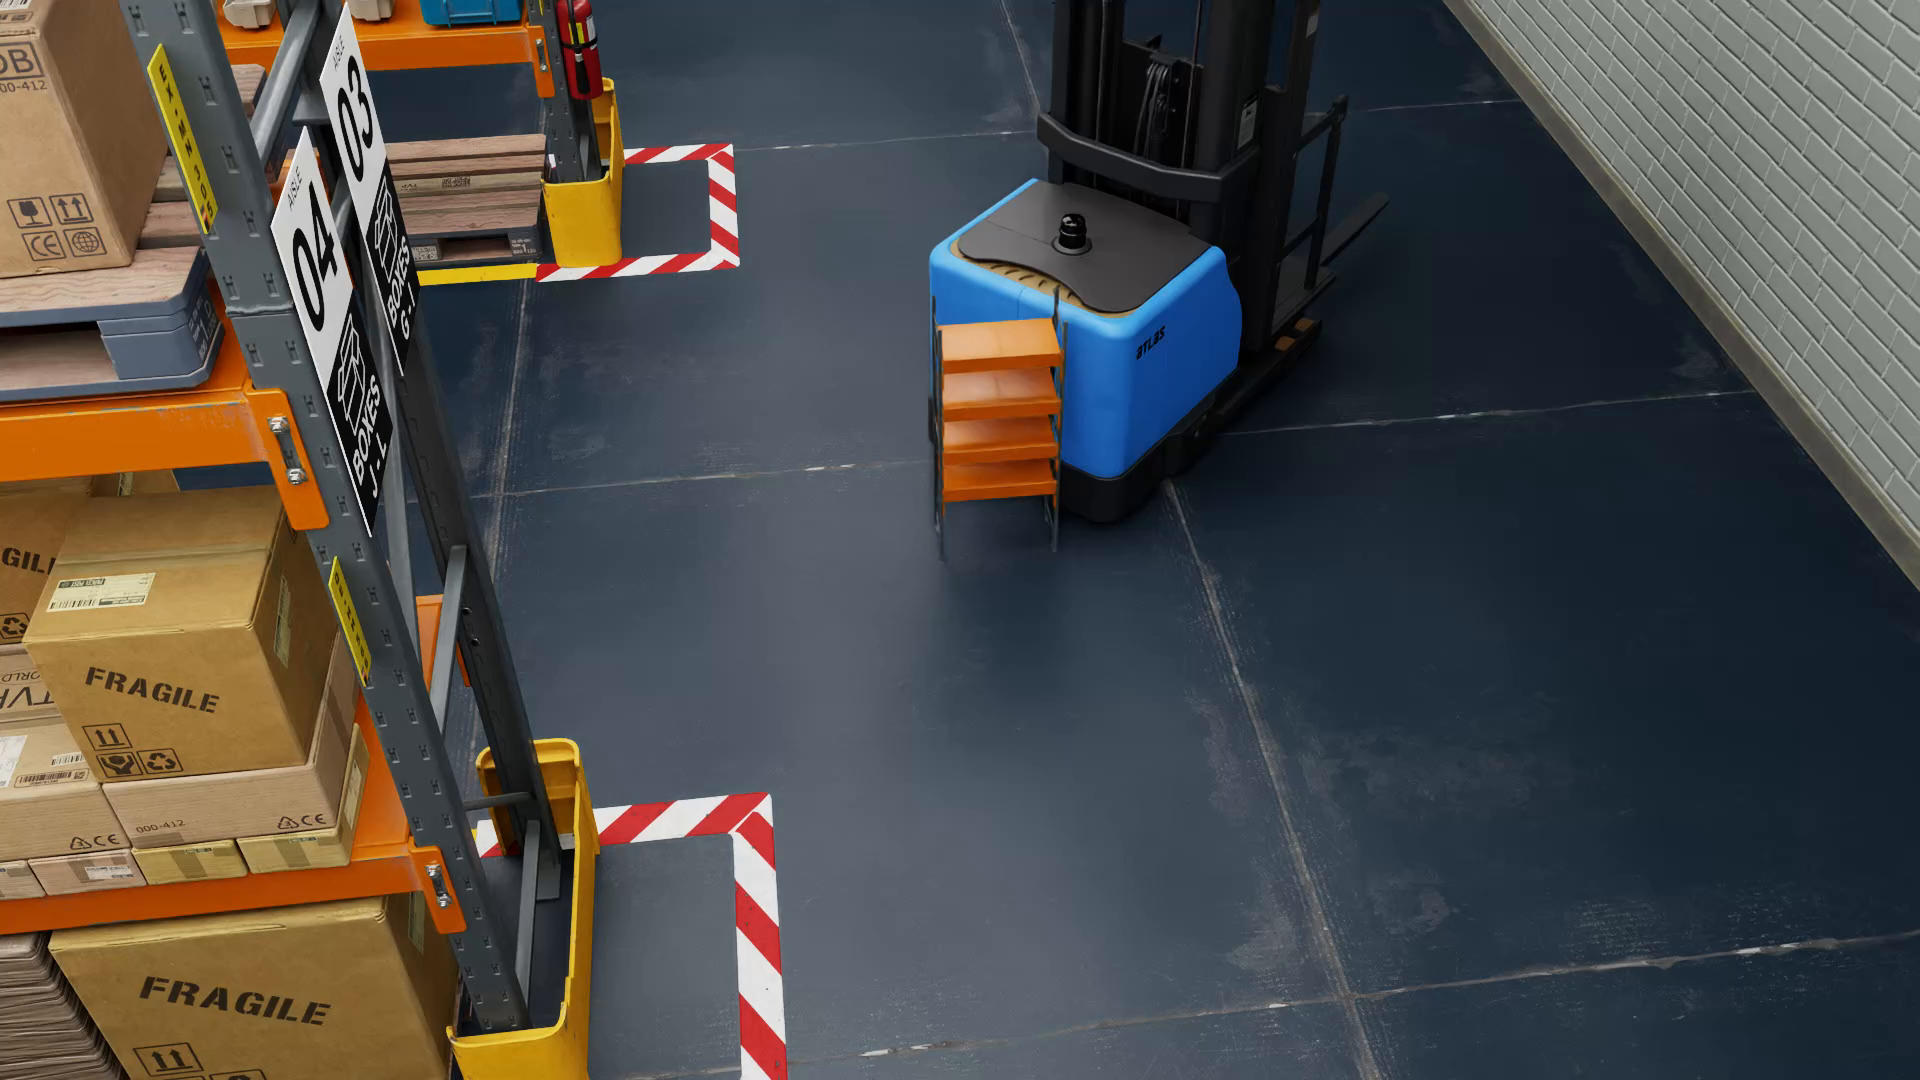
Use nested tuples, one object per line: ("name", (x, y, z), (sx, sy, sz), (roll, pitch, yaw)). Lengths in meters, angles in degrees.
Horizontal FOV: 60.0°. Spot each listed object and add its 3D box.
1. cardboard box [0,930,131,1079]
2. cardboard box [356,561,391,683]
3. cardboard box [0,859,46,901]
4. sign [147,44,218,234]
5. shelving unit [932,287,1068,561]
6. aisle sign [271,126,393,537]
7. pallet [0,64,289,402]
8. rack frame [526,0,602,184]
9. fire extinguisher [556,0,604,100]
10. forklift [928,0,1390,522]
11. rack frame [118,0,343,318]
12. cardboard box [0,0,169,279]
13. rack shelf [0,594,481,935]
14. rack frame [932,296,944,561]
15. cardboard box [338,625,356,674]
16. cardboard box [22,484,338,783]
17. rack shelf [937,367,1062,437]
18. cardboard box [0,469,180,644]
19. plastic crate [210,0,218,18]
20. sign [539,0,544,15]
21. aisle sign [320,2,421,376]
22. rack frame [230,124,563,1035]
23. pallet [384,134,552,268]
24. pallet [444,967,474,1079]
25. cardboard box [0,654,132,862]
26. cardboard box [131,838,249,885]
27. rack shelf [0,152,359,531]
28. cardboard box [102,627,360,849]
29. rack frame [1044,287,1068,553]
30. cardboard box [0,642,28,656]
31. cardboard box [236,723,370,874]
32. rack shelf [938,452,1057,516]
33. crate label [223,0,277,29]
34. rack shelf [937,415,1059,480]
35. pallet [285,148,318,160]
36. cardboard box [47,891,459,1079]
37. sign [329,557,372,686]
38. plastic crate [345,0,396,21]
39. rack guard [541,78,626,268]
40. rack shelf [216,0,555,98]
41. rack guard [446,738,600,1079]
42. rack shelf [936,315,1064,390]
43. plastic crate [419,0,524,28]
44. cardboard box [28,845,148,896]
("cardboard box", (-2.961, 1.163, 4.994), (0.875, 0.875, 0.875), (-5, 42, -6))
("cardboard box", (-1.829, 0.247, 4.924), (0.250, 0.149, 0.380), (-5, 42, -5))
("cardboard box", (-2.500, 0.751, 4.365), (0.250, 0.149, 0.380), (-4, 42, -5))
("sign", (-1.378, -0.709, 2.955), (0.005, 0.325, 0.100), (-5, 42, -6))
("shelving unit", (0.152, -0.452, 6.856), (0.503, 1.200, 0.258), (-5, 42, -5))
("aisle sign", (-1.324, -0.430, 3.546), (0.004, 0.787, 0.394), (-5, 42, -6))
("pallet", (-2.169, -0.667, 3.577), (1.213, 0.211, 1.003), (-5, 42, -6))
("rack frame", (-2.077, -2.947, 8.278), (0.127, 3.000, 1.000), (-5, 42, -6))
("fire extinguisher", (-1.868, -2.491, 8.109), (0.183, 0.674, 0.296), (-5, 42, -6))
("forklift", (1.142, -2.103, 7.393), (1.130, 2.935, 3.031), (27, 48, 27))
("rack frame", (-1.435, -1.885, 2.622), (0.127, 3.000, 1.000), (-5, 42, -6))
("cardboard box", (-1.943, -0.921, 3.329), (0.500, 0.500, 0.700), (-7, 43, -8))
("rack shelf", (-3.418, 0.783, 4.679), (4.000, 0.370, 1.077), (-5, 42, -6))
("rack frame", (-0.090, -0.433, 6.834), (0.015, 1.200, 0.240), (-5, 42, -5))
("cardboard box", (-1.946, 0.150, 4.734), (0.500, 0.250, 0.500), (-6, 42, -7))
("cardboard box", (-1.884, 0.226, 4.090), (0.500, 0.500, 0.500), (-5, 42, -5))
("rack shelf", (0.152, -0.569, 6.751), (0.480, 0.148, 0.258), (-5, 42, -5))
("cardboard box", (-2.441, -0.085, 4.435), (0.500, 0.500, 0.500), (-6, 42, -7))
("plastic crate", (-3.715, -2.586, 8.030), (0.250, 0.136, 0.298), (-5, 42, -6))
("sign", (-1.989, -2.644, 7.820), (0.005, 0.325, 0.100), (-5, 42, -6))
("aisle sign", (-1.402, -0.829, 3.988), (0.004, 0.787, 0.394), (-5, 42, -6))
("rack frame", (-1.435, 0.342, 4.631), (0.127, 3.000, 1.000), (-5, 42, -6))
("pallet", (-2.900, -1.866, 9.161), (1.213, 0.211, 1.003), (-5, 42, -6))
("pallet", (-2.217, 1.499, 5.430), (1.213, 0.211, 1.003), (-5, 42, -6))
("cardboard box", (-2.384, 0.549, 4.291), (0.500, 0.250, 0.500), (-6, 42, -6))
("cardboard box", (-2.003, 0.709, 4.412), (0.250, 0.149, 0.380), (-5, 42, -5))
("rack shelf", (-3.418, -0.331, 3.675), (4.000, 0.370, 1.077), (-5, 42, -6))
("cardboard box", (-1.881, 0.506, 4.340), (0.500, 0.250, 0.500), (-6, 42, -6))
("rack frame", (0.395, -0.472, 6.877), (0.015, 1.200, 0.240), (-5, 42, -5))
("cardboard box", (-2.460, 0.199, 4.679), (0.500, 0.250, 0.500), (-5, 42, -6))
("cardboard box", (-1.745, 0.685, 4.438), (0.250, 0.149, 0.380), (-4, 42, -5))
("rack shelf", (0.152, -0.255, 7.034), (0.480, 0.148, 0.258), (-5, 42, -5))
("crate label", (-3.424, -2.624, 8.072), (0.243, 0.136, 0.396), (-5, 42, -6))
("rack shelf", (0.152, -0.402, 6.901), (0.480, 0.148, 0.258), (-5, 42, -5))
("pallet", (-4.107, -1.762, 9.046), (1.213, 0.211, 1.003), (-5, 42, -6))
("cardboard box", (-2.059, 1.084, 5.081), (0.875, 0.875, 0.875), (-5, 42, -6))
("sign", (-1.378, 0.186, 3.763), (0.005, 0.325, 0.100), (-5, 42, -6))
("plastic crate", (-2.862, -2.680, 8.134), (0.243, 0.136, 0.396), (-5, 42, -6))
("rack guard", (-2.055, -2.030, 9.127), (0.348, 0.500, 1.175), (-5, 42, -6))
("rack shelf", (-4.060, -2.506, 8.326), (4.000, 0.370, 1.077), (-5, 42, -6))
("rack guard", (-1.411, 1.268, 5.470), (0.348, 0.500, 1.175), (-5, 42, -6))
("rack shelf", (0.152, -0.744, 6.593), (0.480, 0.148, 0.258), (-5, 42, -5))
("plastic crate", (-2.385, -2.829, 8.076), (0.499, 0.435, 0.616), (-5, 42, -6))
("cardboard box", (-2.253, 0.730, 4.389), (0.250, 0.149, 0.380), (-5, 42, -5))
